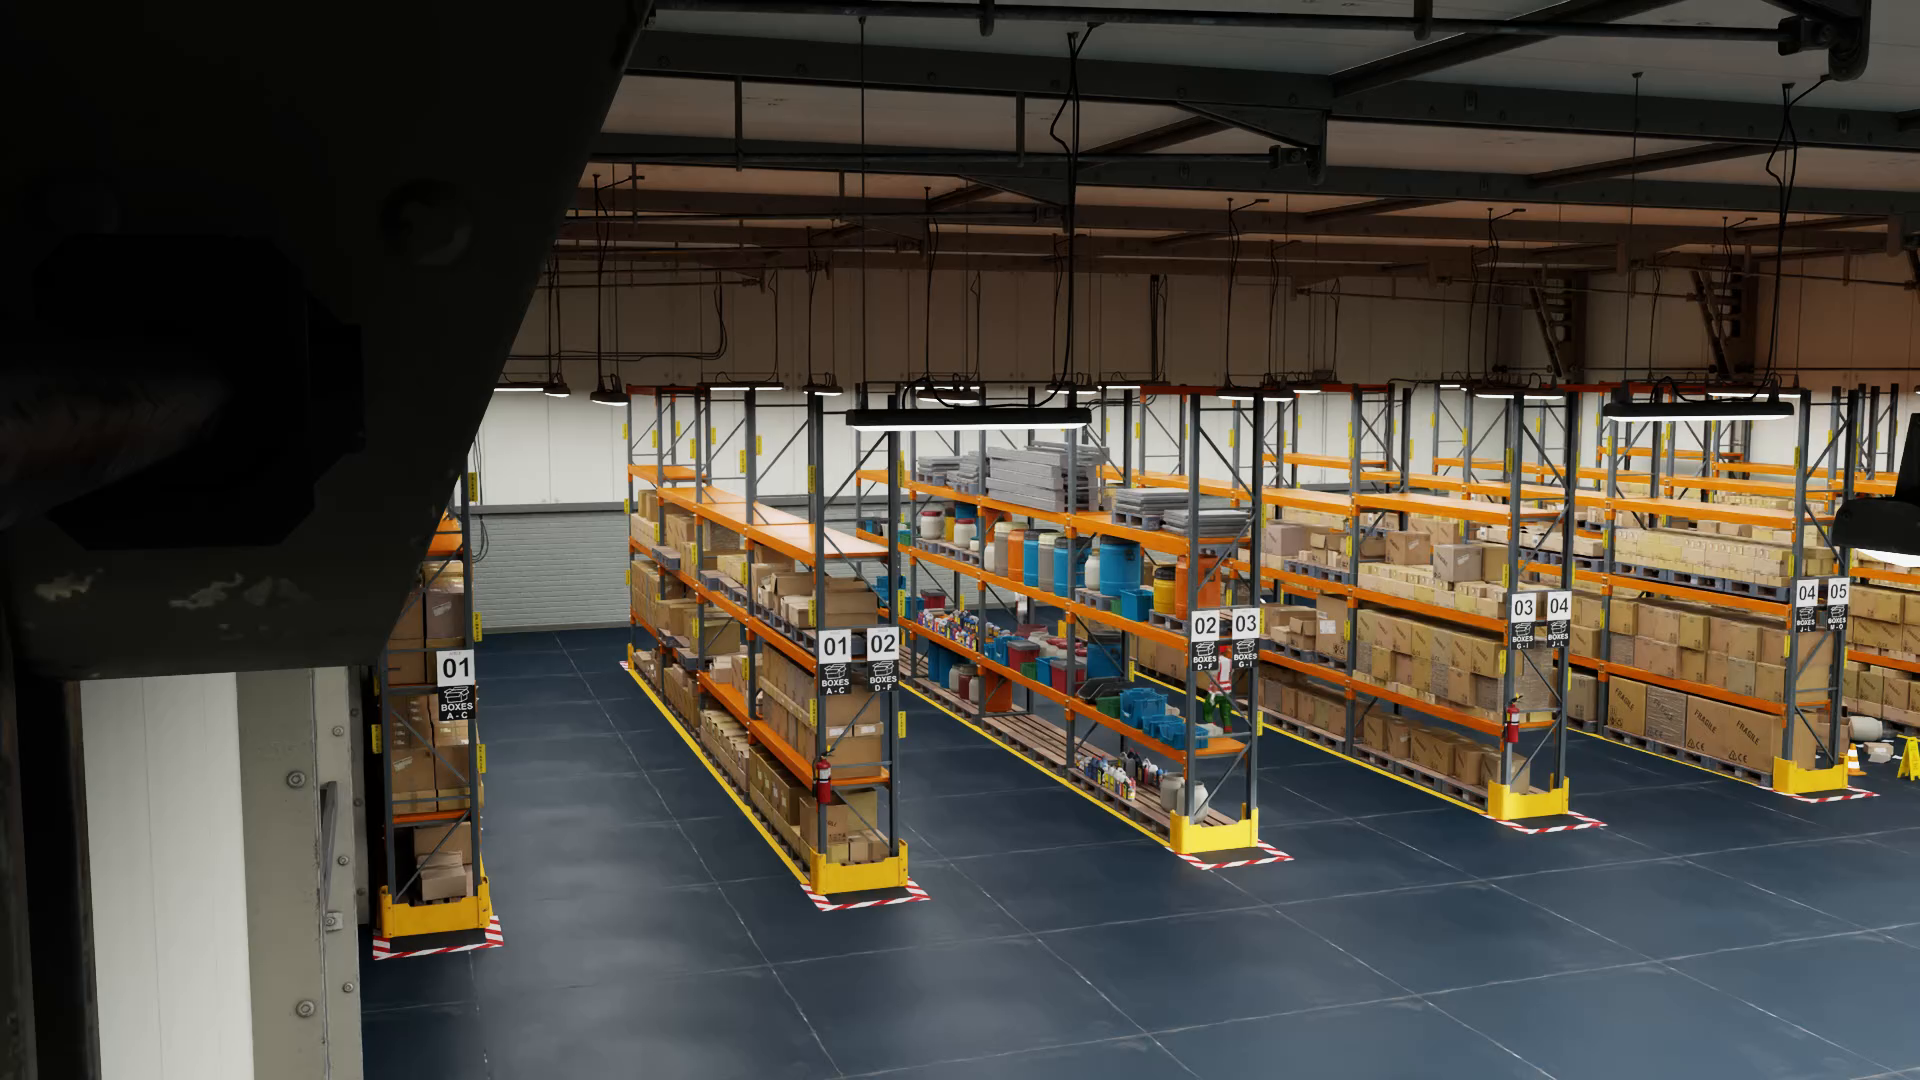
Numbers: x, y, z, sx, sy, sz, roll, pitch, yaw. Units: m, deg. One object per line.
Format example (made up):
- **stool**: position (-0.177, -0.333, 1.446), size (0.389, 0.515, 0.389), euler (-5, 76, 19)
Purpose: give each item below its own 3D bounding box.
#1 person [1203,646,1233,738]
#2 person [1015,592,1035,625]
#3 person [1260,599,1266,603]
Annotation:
- **person**: position (4.354, 2.591, 27.738), size (0.567, 1.808, 0.542), euler (-3, 7, -30)
- **person**: position (1.499, 1.633, 37.467), size (0.530, 1.674, 0.492), euler (-2, 6, -16)
- **person**: position (6.136, 1.891, 34.636), size (0.651, 1.828, 0.658), euler (0, 6, -4)
